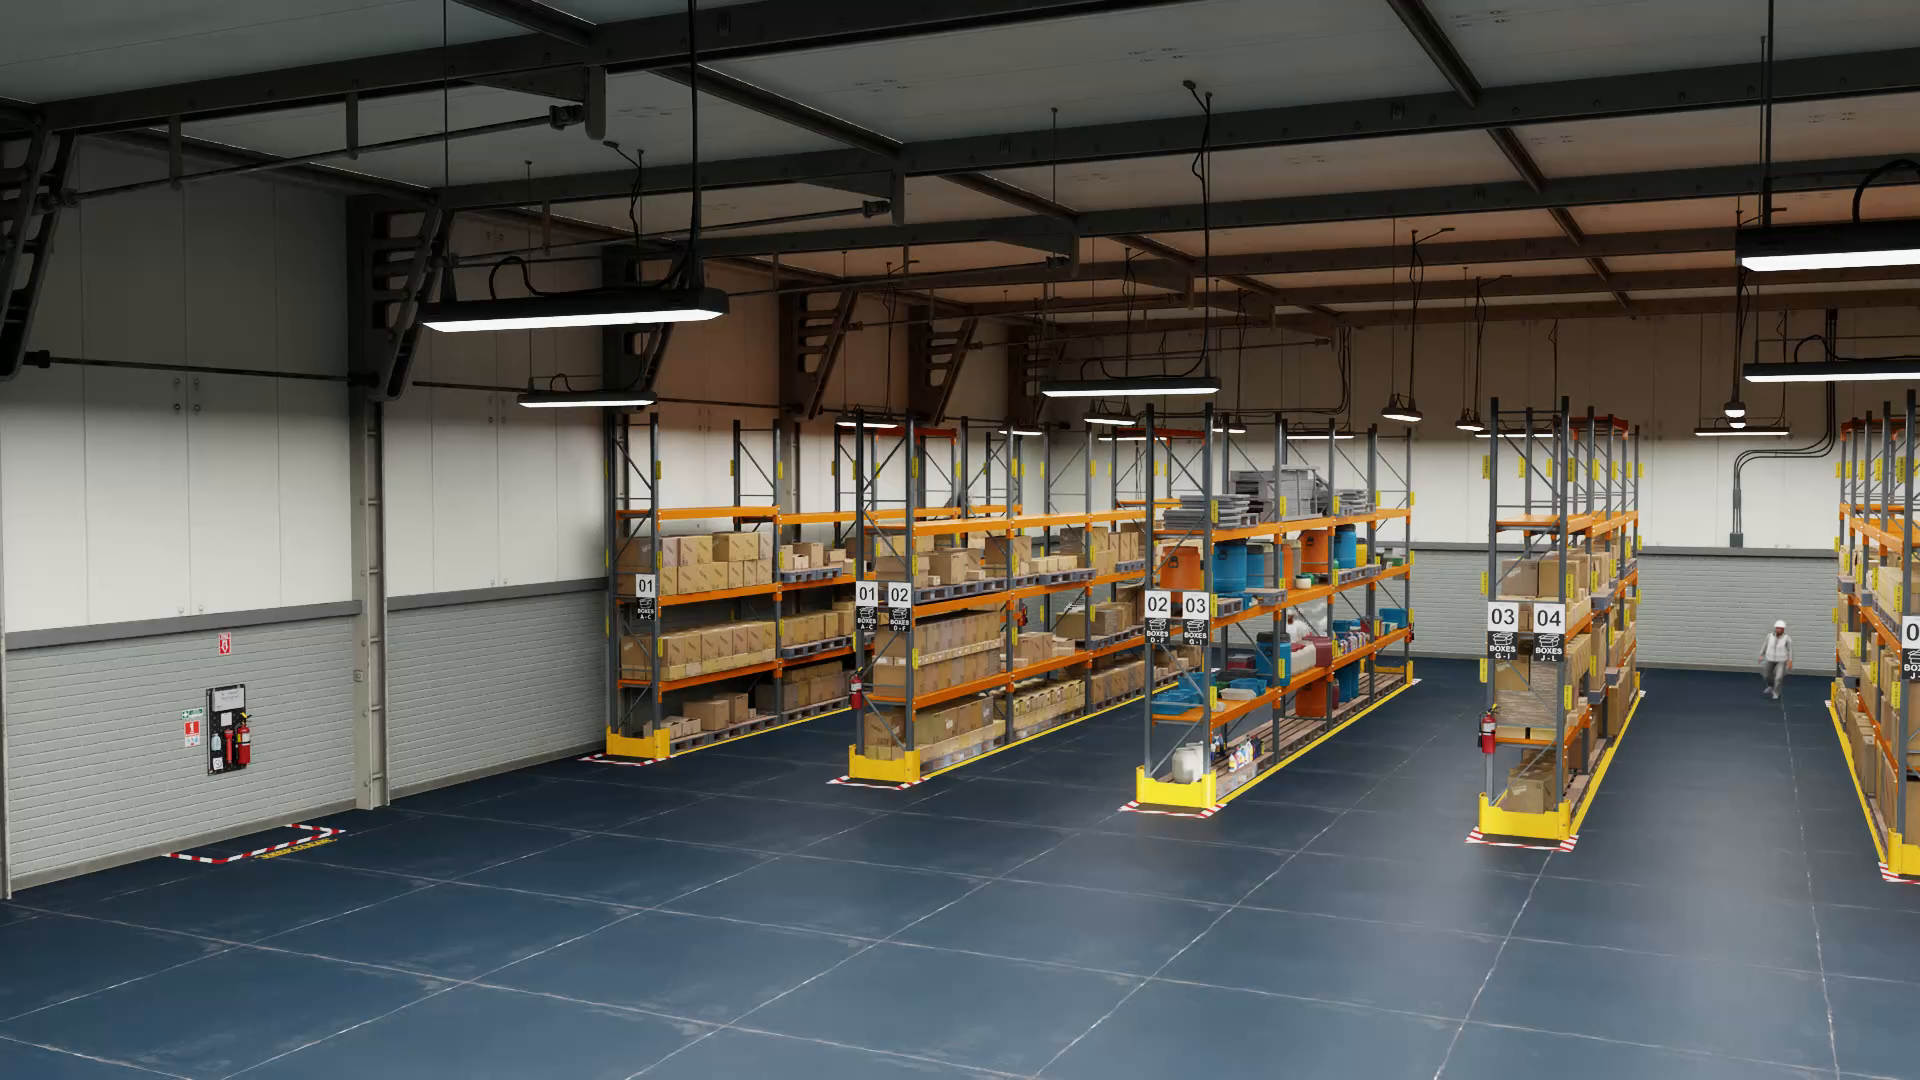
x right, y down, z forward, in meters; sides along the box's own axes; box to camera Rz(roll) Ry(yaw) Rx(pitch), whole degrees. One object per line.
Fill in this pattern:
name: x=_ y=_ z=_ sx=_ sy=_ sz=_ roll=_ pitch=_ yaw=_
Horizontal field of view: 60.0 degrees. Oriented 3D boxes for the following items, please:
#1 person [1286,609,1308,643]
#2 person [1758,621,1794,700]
person: x=7.648 y=2.506 z=38.524 sx=0.683 sy=1.812 sz=0.823 roll=1 pitch=3 yaw=31
person: x=17.904 y=2.611 z=36.449 sx=0.741 sy=1.721 sz=0.708 roll=2 pitch=3 yaw=39
